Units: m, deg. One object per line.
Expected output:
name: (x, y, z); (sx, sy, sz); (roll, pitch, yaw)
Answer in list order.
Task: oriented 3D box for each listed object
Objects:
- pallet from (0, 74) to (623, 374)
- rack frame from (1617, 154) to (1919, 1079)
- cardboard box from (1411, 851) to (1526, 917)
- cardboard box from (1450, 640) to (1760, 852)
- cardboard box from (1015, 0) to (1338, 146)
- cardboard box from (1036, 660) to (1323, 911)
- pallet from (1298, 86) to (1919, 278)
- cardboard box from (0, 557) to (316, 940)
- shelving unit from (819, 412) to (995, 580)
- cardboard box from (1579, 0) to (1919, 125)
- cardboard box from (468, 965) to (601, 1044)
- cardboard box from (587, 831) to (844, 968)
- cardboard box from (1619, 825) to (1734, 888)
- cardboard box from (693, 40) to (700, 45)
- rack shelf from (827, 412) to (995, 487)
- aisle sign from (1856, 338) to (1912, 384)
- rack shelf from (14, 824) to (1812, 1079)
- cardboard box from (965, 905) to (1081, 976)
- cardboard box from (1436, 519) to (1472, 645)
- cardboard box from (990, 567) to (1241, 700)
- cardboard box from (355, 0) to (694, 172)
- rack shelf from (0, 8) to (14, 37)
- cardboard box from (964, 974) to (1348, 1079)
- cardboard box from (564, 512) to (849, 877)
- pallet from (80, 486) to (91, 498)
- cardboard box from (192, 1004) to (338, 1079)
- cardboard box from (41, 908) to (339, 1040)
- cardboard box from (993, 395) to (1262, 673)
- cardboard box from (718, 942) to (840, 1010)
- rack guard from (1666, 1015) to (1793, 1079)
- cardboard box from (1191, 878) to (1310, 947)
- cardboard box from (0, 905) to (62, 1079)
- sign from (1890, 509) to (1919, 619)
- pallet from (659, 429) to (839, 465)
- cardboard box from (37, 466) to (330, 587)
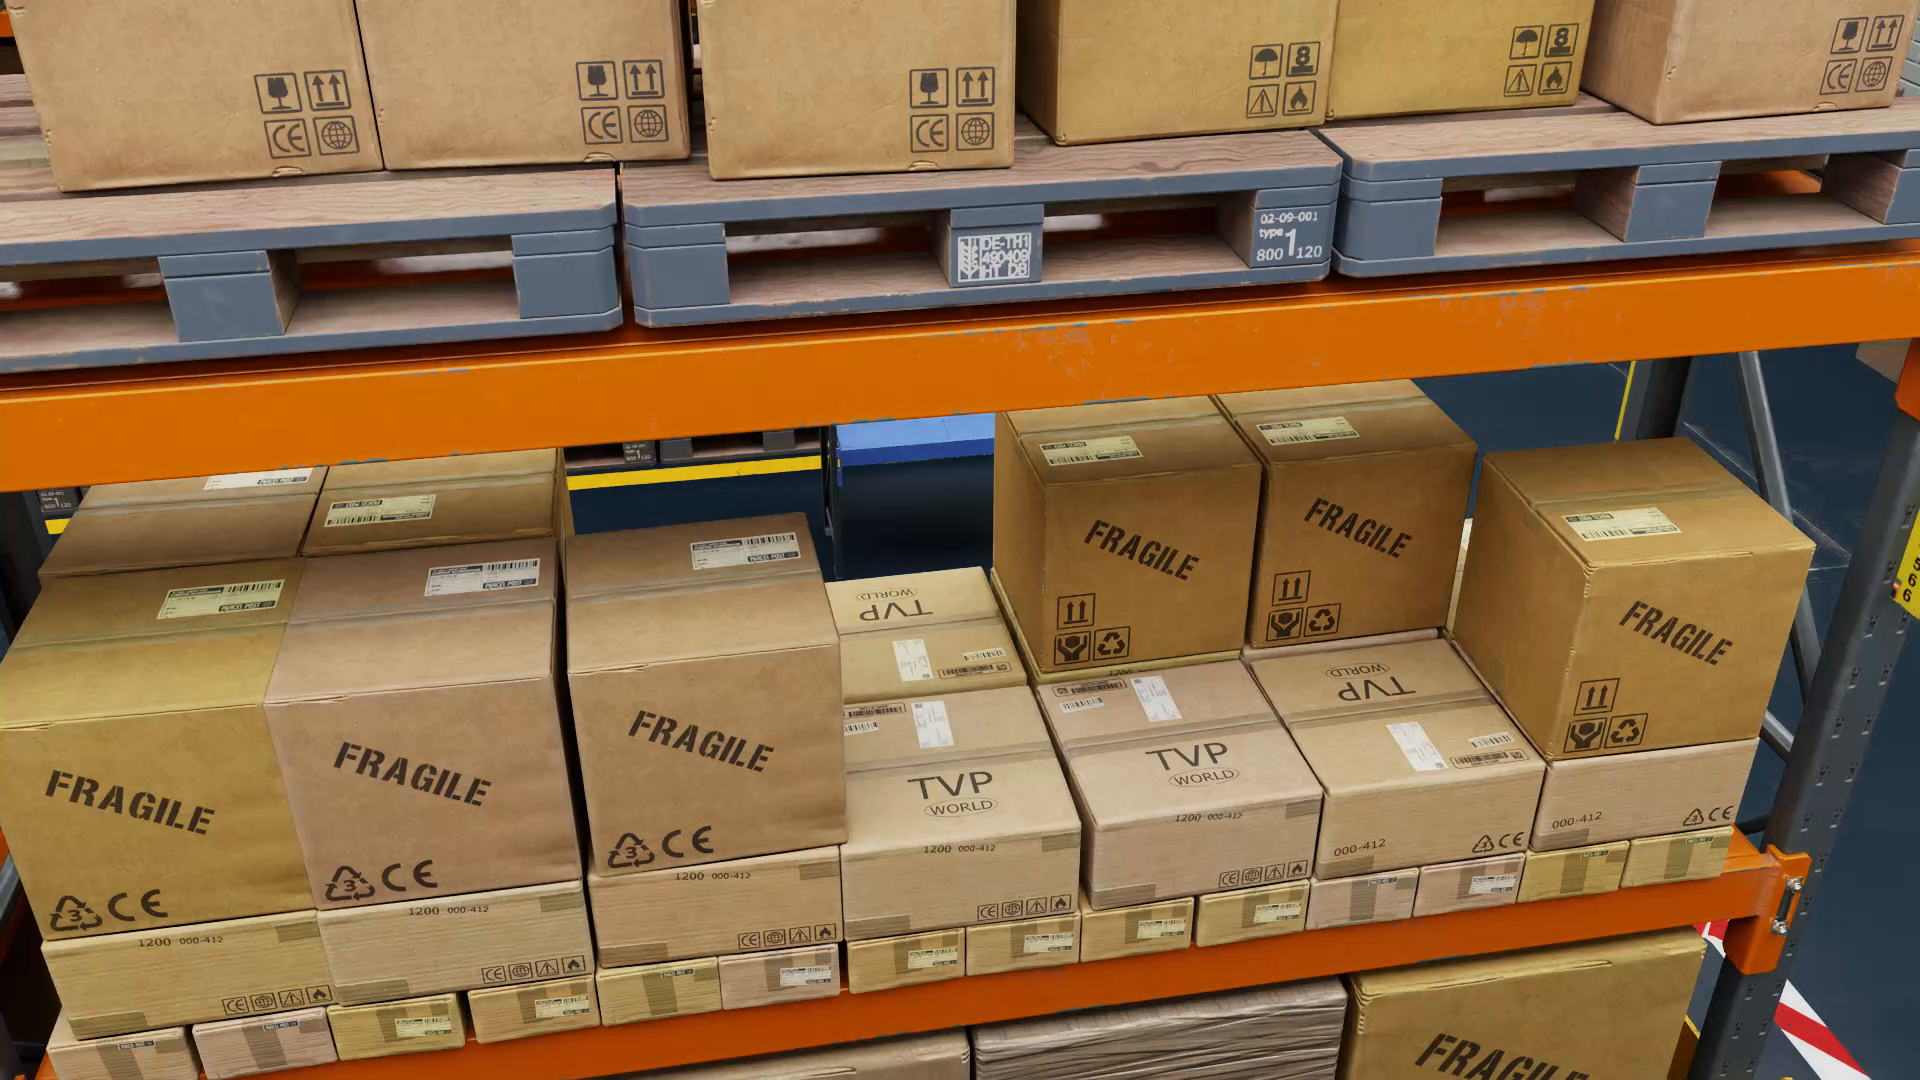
pallet: (-1.227, -0.628, 2.988); (1.213, 0.211, 1.003); (-5, 31, -9)
rack frame: (1.901, 0.331, 4.228); (0.127, 3.000, 1.000); (-5, 31, -9)
cardboard box: (1.106, 0.683, 3.878); (0.250, 0.149, 0.380); (-5, 31, -9)
cardboard box: (1.472, 0.444, 3.891); (0.500, 0.250, 0.500); (-6, 31, -10)
cardboard box: (0.324, -1.093, 3.078); (0.500, 0.500, 0.700); (-7, 31, -12)
cardboard box: (0.472, 0.536, 3.733); (0.500, 0.250, 0.500); (-6, 31, -11)
pallet: (1.173, -0.851, 3.367); (1.213, 0.211, 1.003); (-5, 31, -9)
cardboard box: (-1.517, 0.393, 3.237); (0.500, 0.500, 0.500); (-5, 31, -9)
shelving unit: (-0.084, -0.639, 7.357); (1.048, 1.500, 0.538); (-5, 31, -9)
cardboard box: (1.399, -1.155, 3.185); (0.500, 0.500, 0.700); (-7, 31, -12)
cardboard box: (-0.907, 0.870, 3.559); (0.250, 0.149, 0.380); (-6, 31, -10)
cardboard box: (-0.526, 0.627, 3.579); (0.500, 0.250, 0.500); (-5, 31, -8)
cardboard box: (1.610, 0.636, 3.958); (0.250, 0.149, 0.380); (-5, 31, -8)
cardboard box: (-1.967, -3.531, 12.825); (0.637, 0.503, 0.797); (-5, 31, -9)
rack shelf: (-0.084, -0.484, 7.448); (1.000, 0.185, 0.538); (-5, 31, -9)
aisle sign: (2.026, -0.647, 3.326); (0.004, 0.787, 0.394); (-5, 31, -9)
rack shelf: (-0.067, 0.823, 4.100); (4.000, 0.370, 1.077); (-5, 31, -9)
cardboard box: (0.106, 0.775, 3.720); (0.250, 0.149, 0.380); (-5, 31, -8)
cardboard box: (1.380, 0.176, 4.345); (0.500, 0.250, 0.500); (-6, 31, -10)
cardboard box: (0.375, 0.271, 4.184); (0.500, 0.250, 0.500); (-6, 31, -11)
cardboard box: (-0.745, -1.013, 2.942); (0.500, 0.500, 0.700); (-4, 31, -6)
rack shelf: (-5.782, -3.751, 11.880); (4.000, 0.370, 1.077); (-5, 31, -9)
cardboard box: (0.391, 1.247, 4.352); (0.875, 0.875, 0.875); (-5, 31, -9)
cardboard box: (-0.520, 0.302, 3.392); (0.500, 0.500, 0.500); (-6, 31, -10)
pallet: (-3.692, -0.522, 8.429); (1.213, 0.211, 1.003); (-5, 31, -9)
cardboard box: (-1.425, 0.919, 3.476); (0.250, 0.149, 0.380); (-6, 31, -11)
cardboard box: (-1.525, 0.720, 3.421); (0.500, 0.250, 0.500); (-6, 31, -10)
cardboard box: (0.380, -0.051, 3.992); (0.500, 0.500, 0.500); (-6, 31, -10)
cardboard box: (-0.408, 0.824, 3.637); (0.250, 0.149, 0.380); (-5, 31, -8)
rack guard: (1.924, 1.406, 4.866); (0.348, 0.500, 1.175); (-5, 31, -9)
cardboard box: (0.605, 0.730, 3.798); (0.250, 0.149, 0.380); (-6, 31, -10)
cardboard box: (-2.660, 1.499, 3.923); (0.875, 0.875, 1.225); (-5, 31, -9)
sign: (1.985, 0.001, 3.413); (0.005, 0.325, 0.100); (-5, 31, -9)
pallet: (-1.007, -0.771, 8.853); (1.213, 0.211, 1.003); (-5, 31, -9)
cardboard box: (-1.630, 0.134, 3.678); (0.500, 0.500, 0.500); (-4, 31, -7)
